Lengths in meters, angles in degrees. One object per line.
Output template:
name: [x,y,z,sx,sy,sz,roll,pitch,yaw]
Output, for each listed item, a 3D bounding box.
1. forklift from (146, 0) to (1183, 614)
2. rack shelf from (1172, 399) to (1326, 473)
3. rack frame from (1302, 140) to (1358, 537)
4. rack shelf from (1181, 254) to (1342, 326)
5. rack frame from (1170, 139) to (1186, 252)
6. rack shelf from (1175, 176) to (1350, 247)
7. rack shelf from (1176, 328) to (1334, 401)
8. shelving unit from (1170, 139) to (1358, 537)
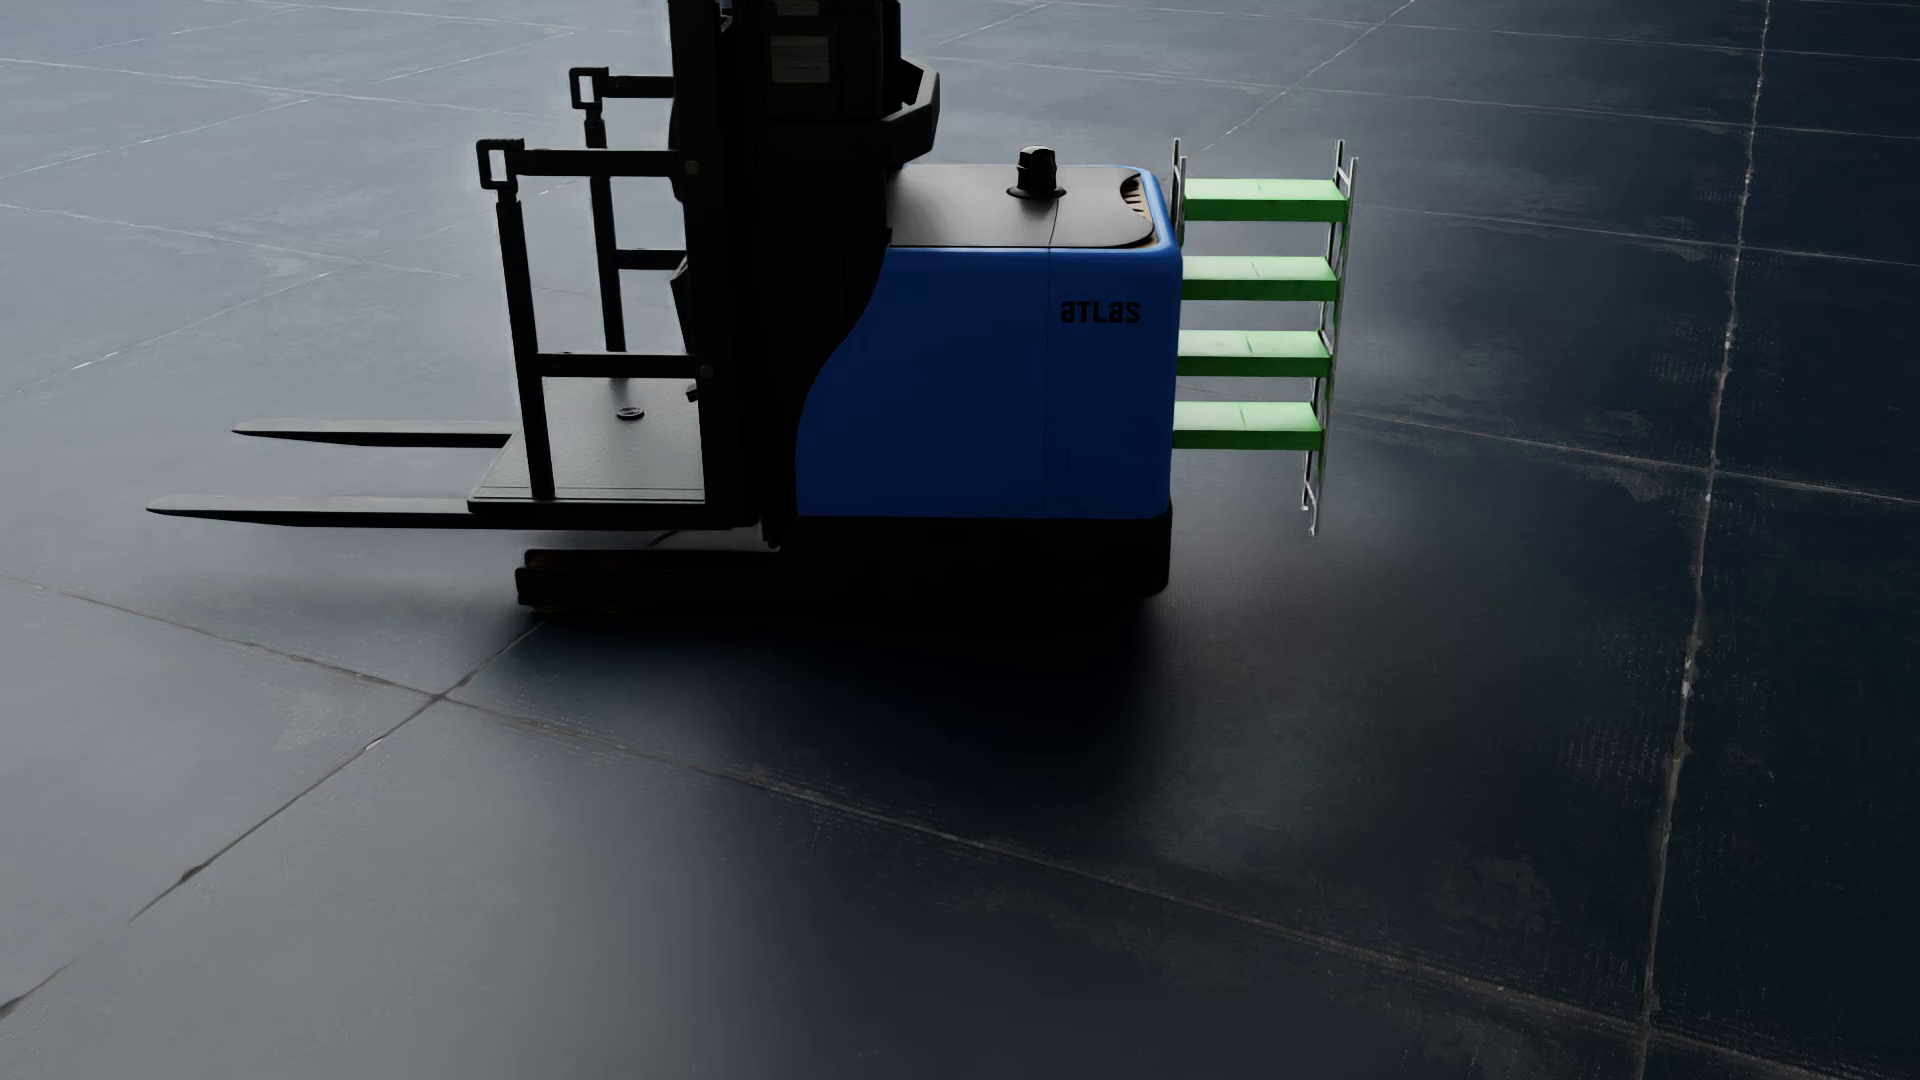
forklift: [-0.896,-1.335,4.643,3.031,2.935,1.130,1,26,1]
rack shelf: [0.888,-0.332,5.255,0.480,0.148,0.258,1,26,1]
rack frame: [1.131,-0.602,5.114,0.015,1.200,0.240,1,26,1]
rack shelf: [0.888,-0.763,5.043,0.480,0.148,0.258,1,26,1]
rack frame: [0.644,-0.608,5.127,0.015,1.200,0.240,1,26,1]
rack shelf: [0.888,-0.978,4.937,0.480,0.148,0.258,1,26,1]
rack shelf: [0.888,-0.548,5.149,0.480,0.148,0.258,1,26,1]
shelving unit: [0.888,-0.605,5.120,0.503,1.200,0.258,1,26,1]
